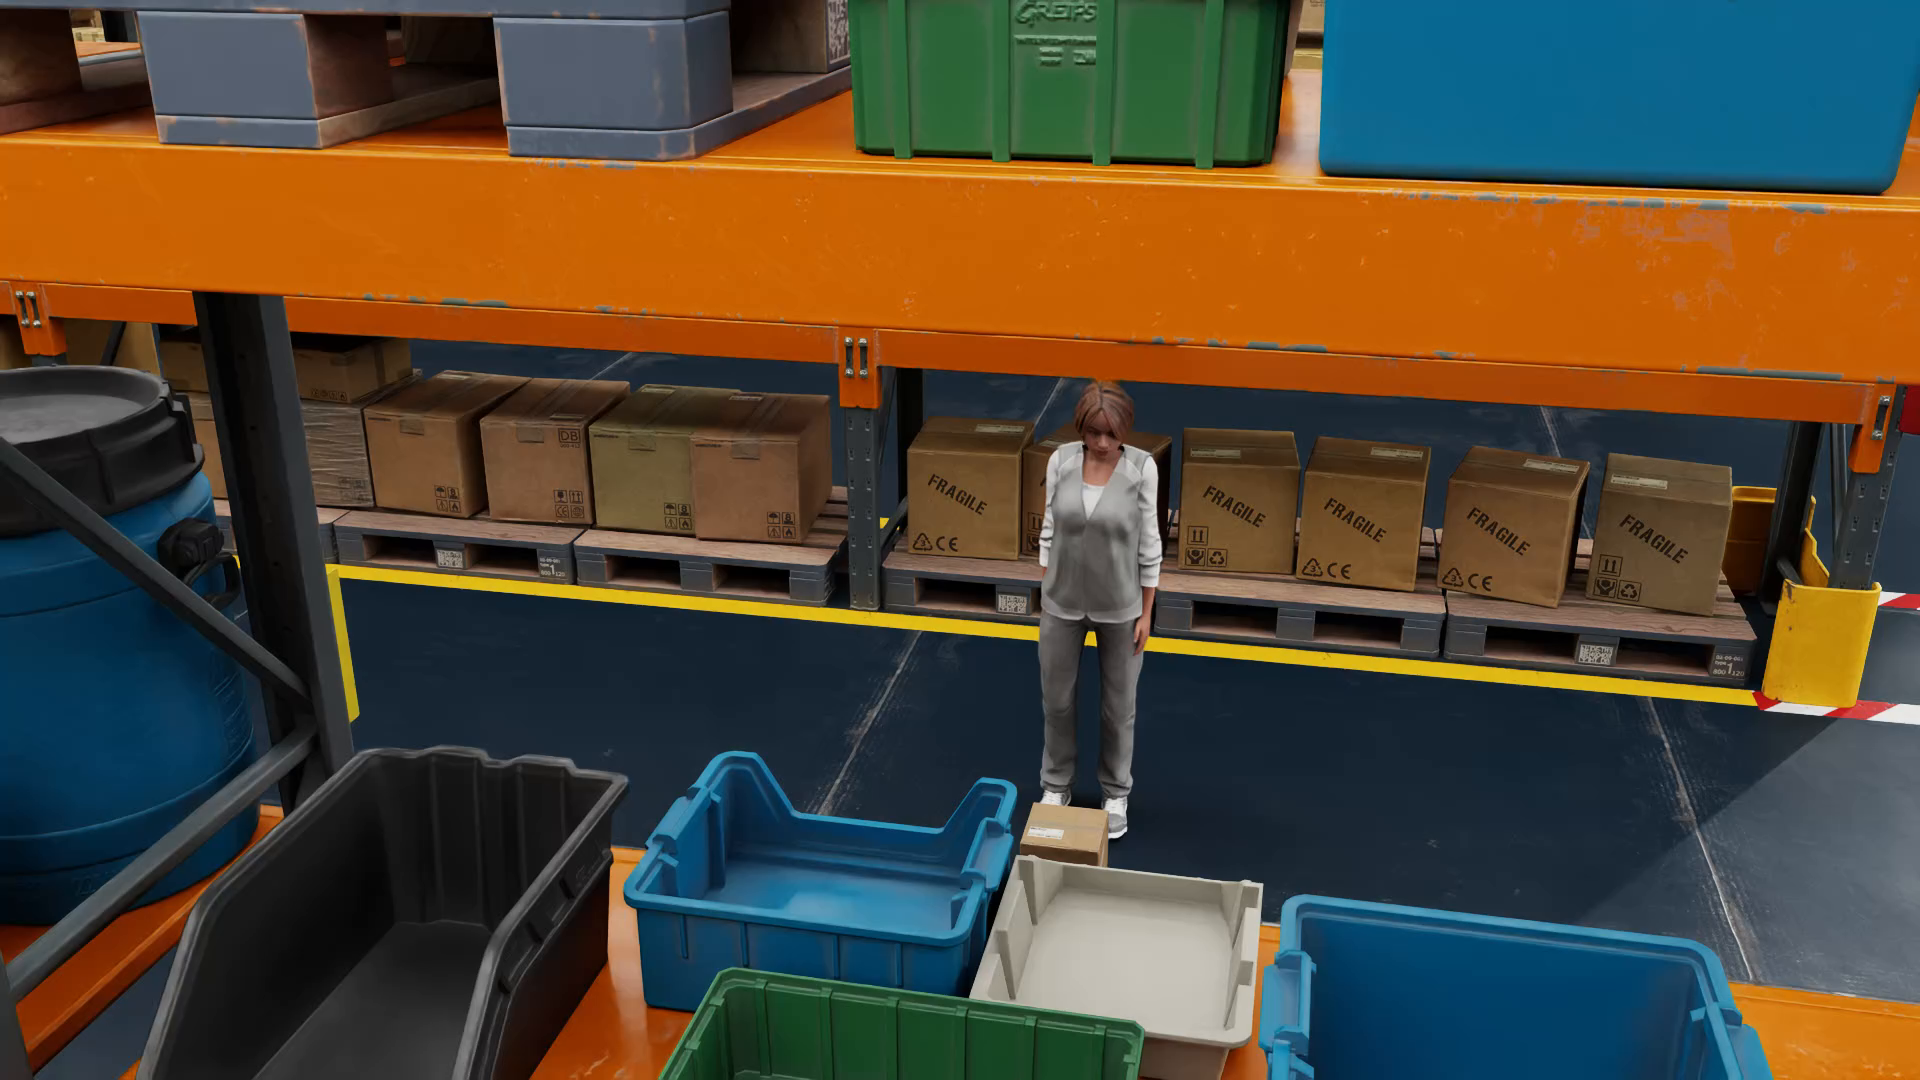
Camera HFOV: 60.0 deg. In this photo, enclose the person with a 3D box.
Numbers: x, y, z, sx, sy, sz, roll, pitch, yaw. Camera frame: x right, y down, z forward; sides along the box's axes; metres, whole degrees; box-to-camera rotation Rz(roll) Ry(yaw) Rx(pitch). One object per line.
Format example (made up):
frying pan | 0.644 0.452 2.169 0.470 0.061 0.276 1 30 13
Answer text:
person | -8.658 -2.519 6.467 19.033 6.005 25.160 5 22 12
